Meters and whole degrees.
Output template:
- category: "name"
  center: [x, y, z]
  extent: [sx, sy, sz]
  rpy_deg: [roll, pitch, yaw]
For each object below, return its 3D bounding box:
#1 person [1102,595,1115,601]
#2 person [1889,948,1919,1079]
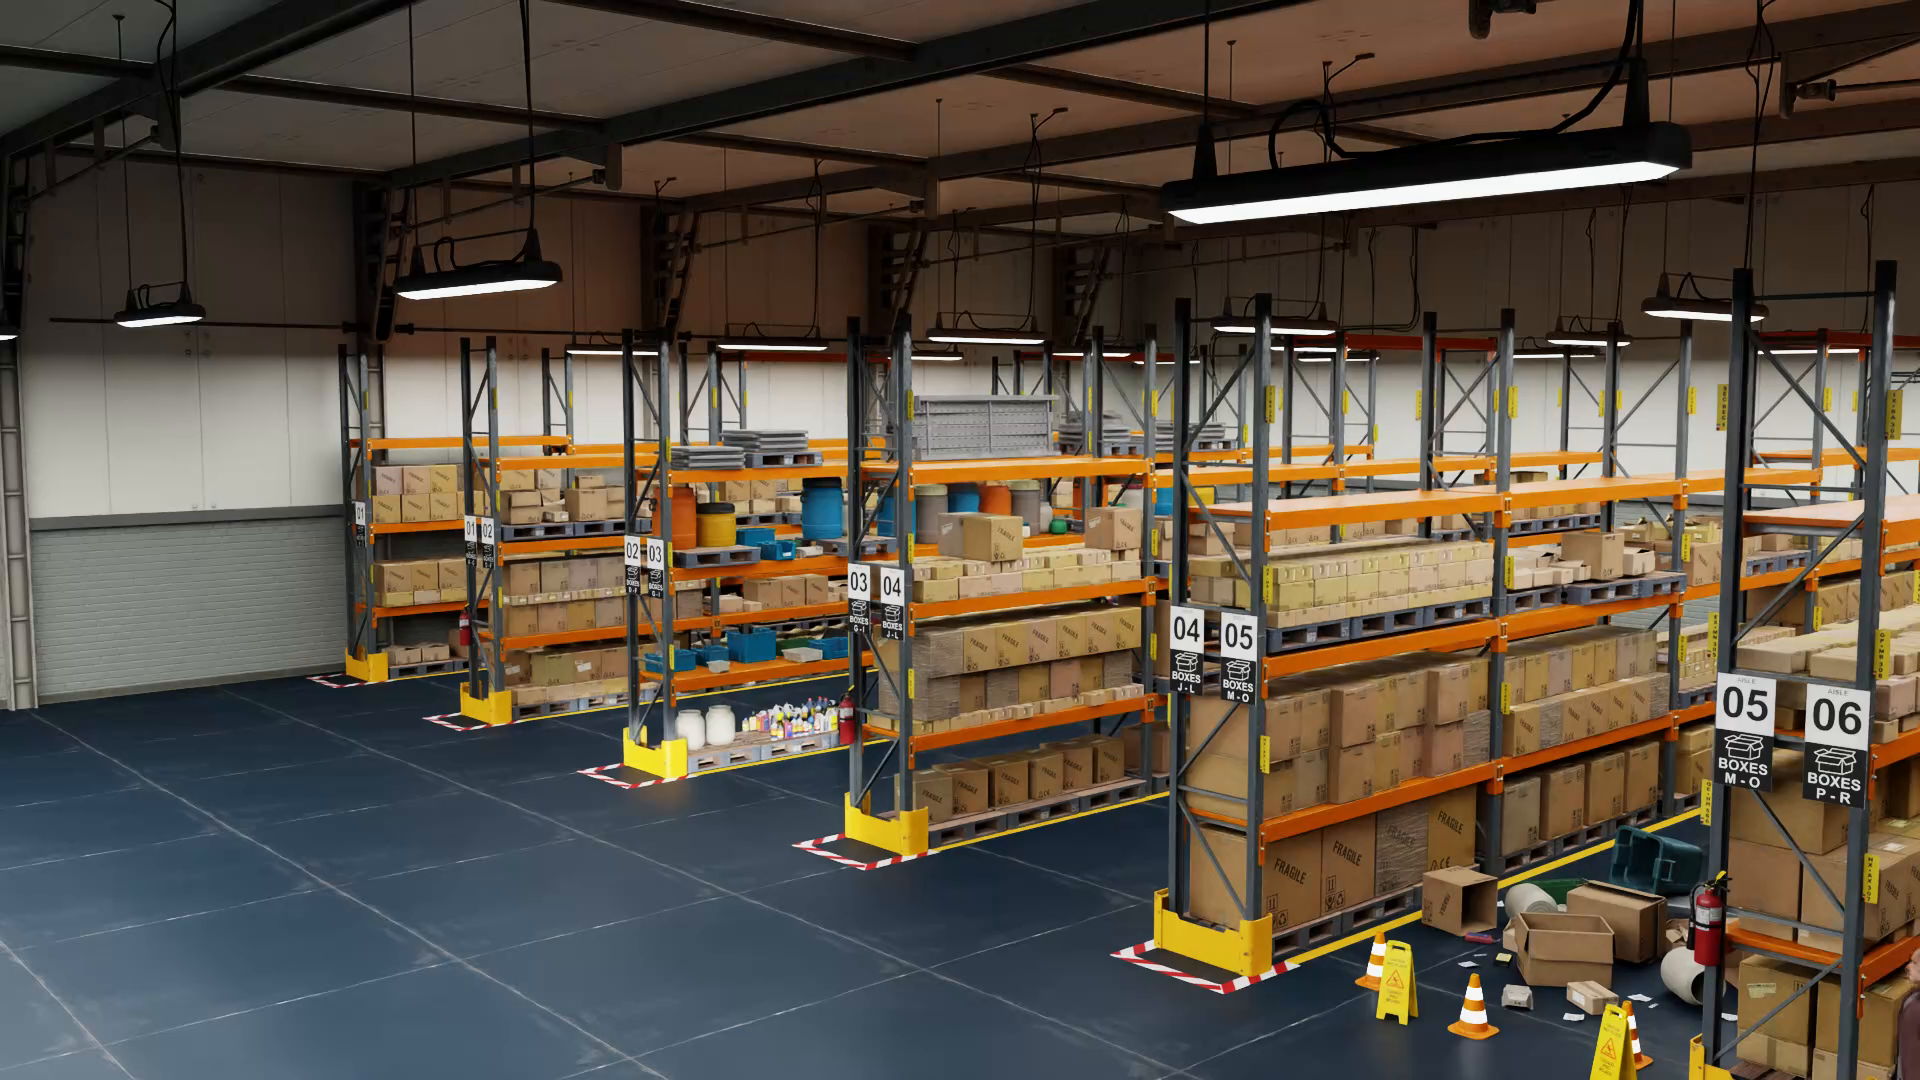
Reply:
- category: "person"
  center: [2.814, 1.312, 33.173]
  extent: [0.628, 1.695, 1.067]
  rpy_deg: [4, 7, 39]
- category: "person"
  center: [5.973, 3.356, 10.196]
  extent: [0.794, 1.758, 0.577]
  rpy_deg: [1, 5, 13]
